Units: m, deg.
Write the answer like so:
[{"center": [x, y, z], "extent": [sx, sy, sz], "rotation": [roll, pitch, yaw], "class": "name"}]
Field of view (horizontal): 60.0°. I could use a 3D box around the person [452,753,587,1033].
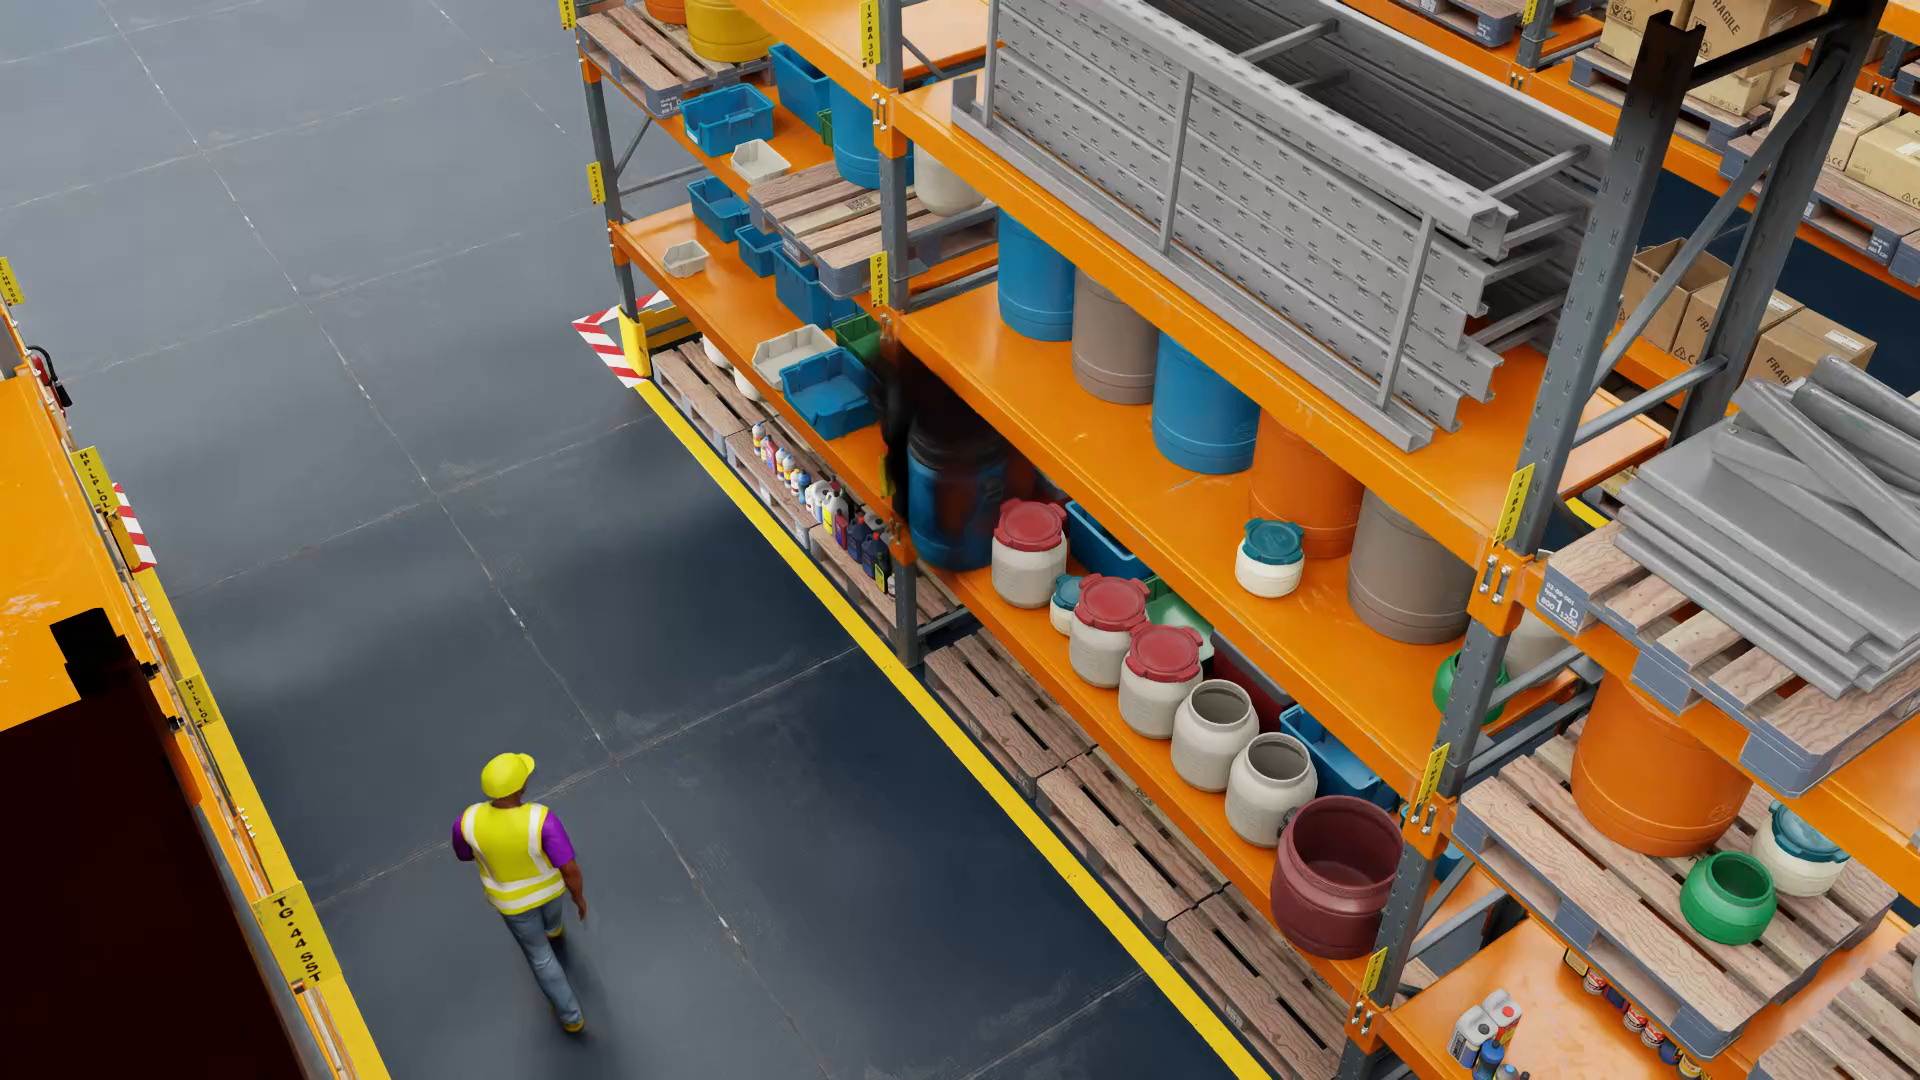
[{"center": [-2.268, 1.768, 8.598], "extent": [0.509, 1.763, 0.953], "rotation": [-22, 47, -22], "class": "person"}]
